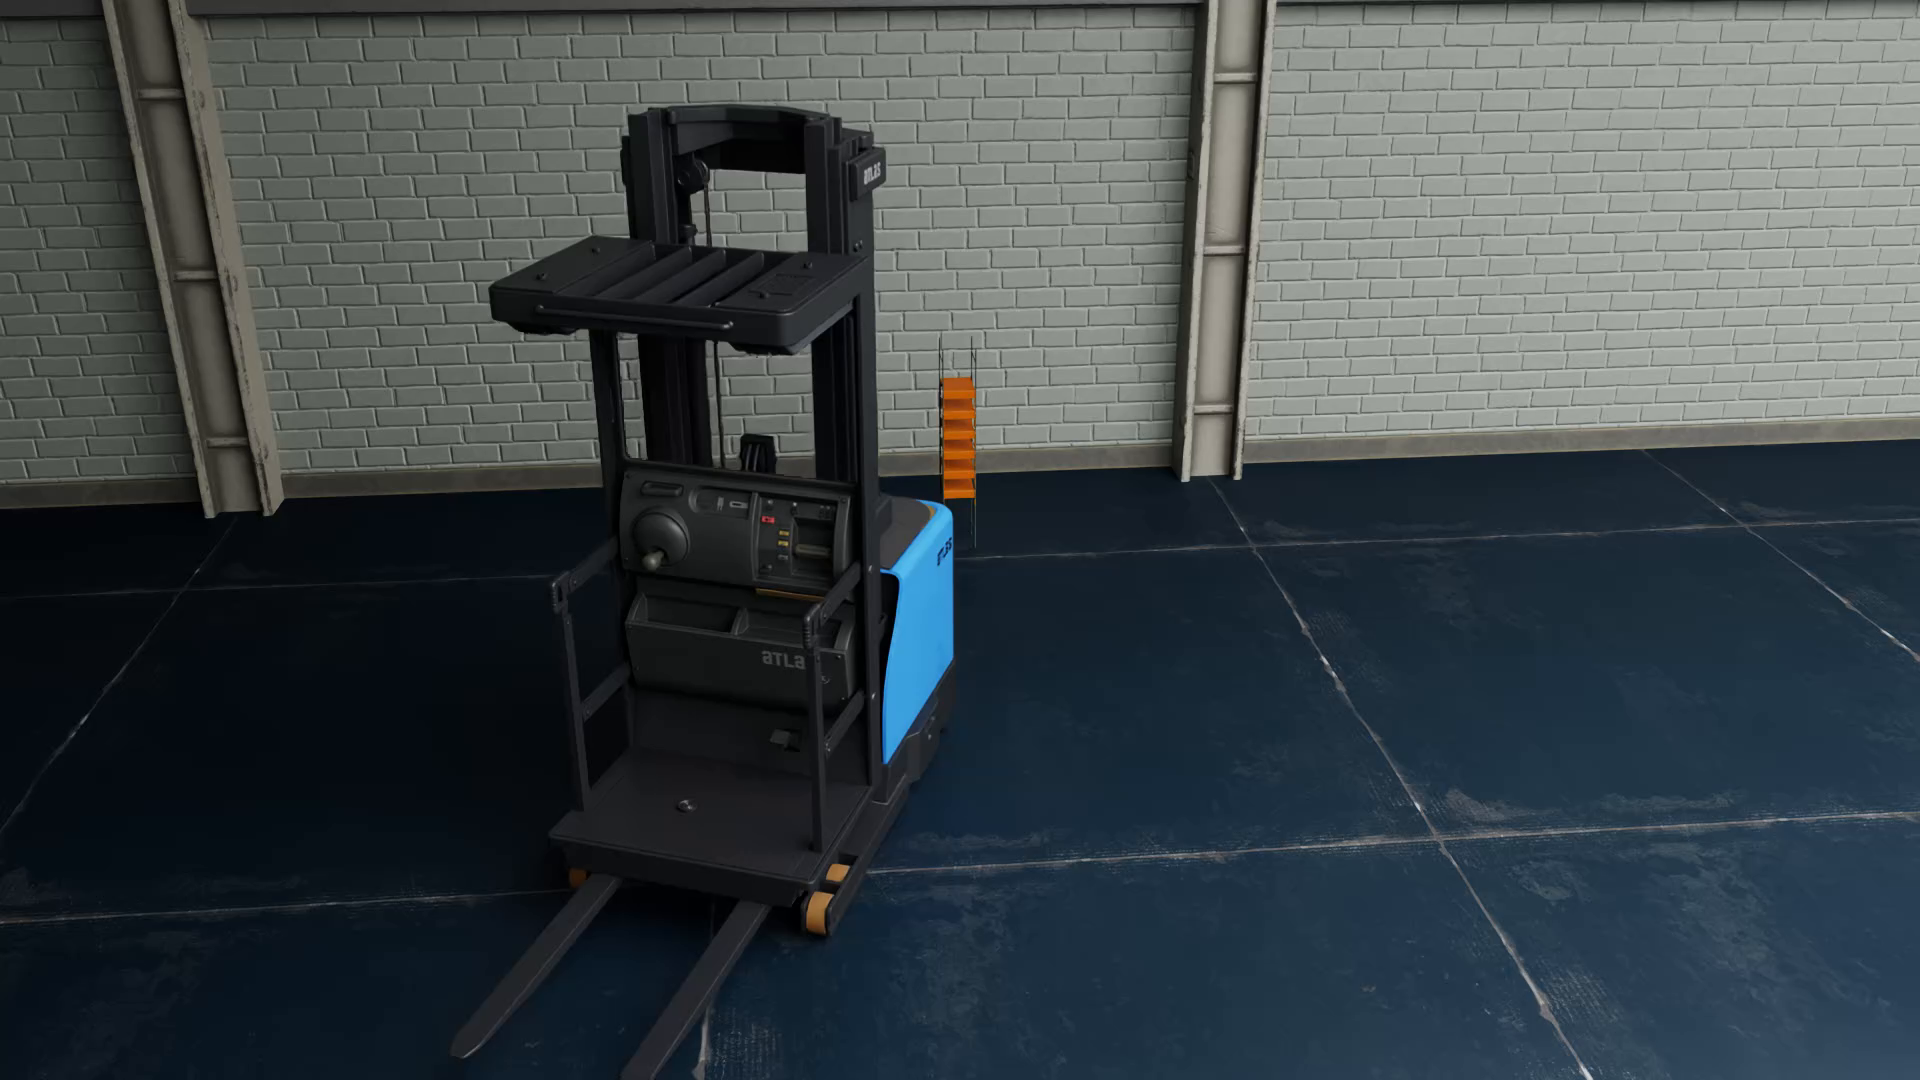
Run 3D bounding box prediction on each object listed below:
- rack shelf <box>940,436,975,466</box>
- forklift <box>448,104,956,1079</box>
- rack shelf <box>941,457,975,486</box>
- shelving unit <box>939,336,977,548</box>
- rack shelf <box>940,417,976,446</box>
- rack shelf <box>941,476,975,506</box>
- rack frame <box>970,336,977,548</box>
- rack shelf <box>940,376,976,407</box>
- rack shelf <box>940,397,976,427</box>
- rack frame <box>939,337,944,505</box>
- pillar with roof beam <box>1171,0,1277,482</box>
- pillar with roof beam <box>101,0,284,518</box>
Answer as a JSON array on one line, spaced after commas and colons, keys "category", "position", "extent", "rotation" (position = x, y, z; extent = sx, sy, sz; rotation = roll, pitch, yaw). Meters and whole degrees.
[{"category": "rack shelf", "position": [-0.014, -0.507, 9.523], "extent": [0.180, 0.103, 0.258], "rotation": [-2, 24, -5]}, {"category": "forklift", "position": [-0.923, -0.008, 6.159], "extent": [1.130, 2.935, 3.031], "rotation": [7, 25, 15]}, {"category": "rack shelf", "position": [-0.014, -0.397, 9.572], "extent": [0.180, 0.103, 0.258], "rotation": [-2, 24, -5]}, {"category": "shelving unit", "position": [-0.014, -0.548, 9.505], "extent": [0.189, 1.200, 0.258], "rotation": [-2, 24, -5]}, {"category": "rack shelf", "position": [-0.014, -0.617, 9.474], "extent": [0.180, 0.103, 0.258], "rotation": [-2, 24, -5]}, {"category": "rack shelf", "position": [-0.014, -0.288, 9.621], "extent": [0.180, 0.103, 0.258], "rotation": [-2, 24, -5]}, {"category": "rack frame", "position": [0.077, -0.551, 9.513], "extent": [0.006, 1.200, 0.240], "rotation": [-2, 24, -5]}, {"category": "rack shelf", "position": [-0.014, -0.836, 9.377], "extent": [0.180, 0.103, 0.258], "rotation": [-2, 24, -5]}, {"category": "rack shelf", "position": [-0.014, -0.726, 9.426], "extent": [0.180, 0.103, 0.258], "rotation": [-2, 24, -5]}, {"category": "rack frame", "position": [-0.105, -0.544, 9.497], "extent": [0.006, 1.200, 0.240], "rotation": [-2, 24, -5]}, {"category": "pillar with roof beam", "position": [2.011, -2.813, 5.001], "extent": [0.400, 9.000, 9.100], "rotation": [-2, 24, -5]}, {"category": "pillar with roof beam", "position": [-3.960, -2.574, 4.462], "extent": [0.400, 9.000, 9.100], "rotation": [-2, 24, -5]}]
